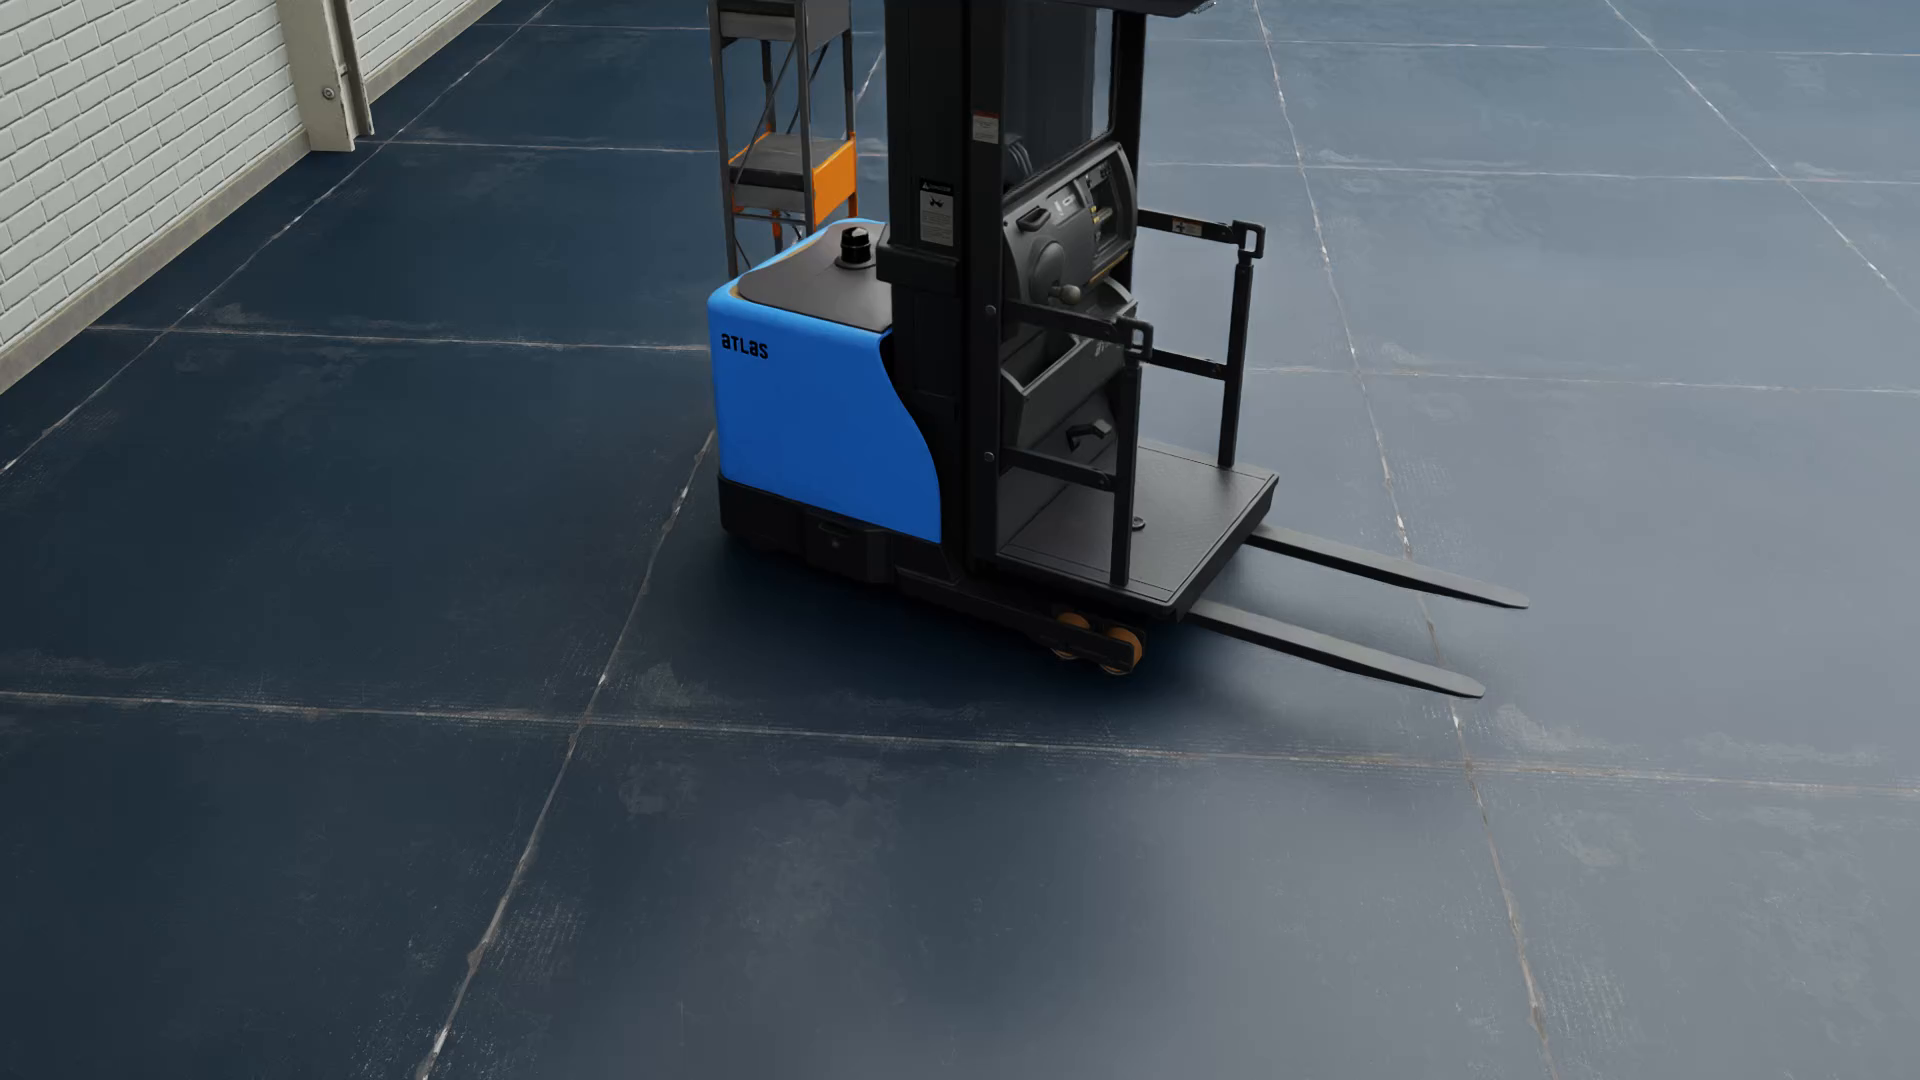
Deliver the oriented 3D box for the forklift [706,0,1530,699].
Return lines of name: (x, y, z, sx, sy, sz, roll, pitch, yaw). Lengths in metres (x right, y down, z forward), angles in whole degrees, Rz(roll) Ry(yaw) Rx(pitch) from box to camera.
forklift: (0.571, -1.083, 5.714, 3.031, 2.935, 1.130, 17, 35, 25)

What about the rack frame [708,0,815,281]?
rack frame: (-0.792, -1.327, 6.903, 0.400, 2.100, 0.015, 10, 33, 15)

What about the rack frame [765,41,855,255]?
rack frame: (-0.642, -1.571, 7.298, 0.400, 2.100, 0.015, 10, 33, 15)

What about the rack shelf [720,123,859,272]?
rack shelf: (-0.717, -1.438, 7.107, 0.431, 0.518, 0.480, 10, 33, 15)

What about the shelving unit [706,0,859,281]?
shelving unit: (-0.717, -1.449, 7.100, 0.431, 2.100, 0.503, 10, 33, 15)

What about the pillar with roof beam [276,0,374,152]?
pillar with roof beam: (0.177, -6.298, 8.392, 9.100, 9.000, 0.400, 2, 32, 4)

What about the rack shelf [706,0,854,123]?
rack shelf: (-0.717, -2.034, 6.740, 0.431, 0.518, 0.480, 10, 33, 15)
